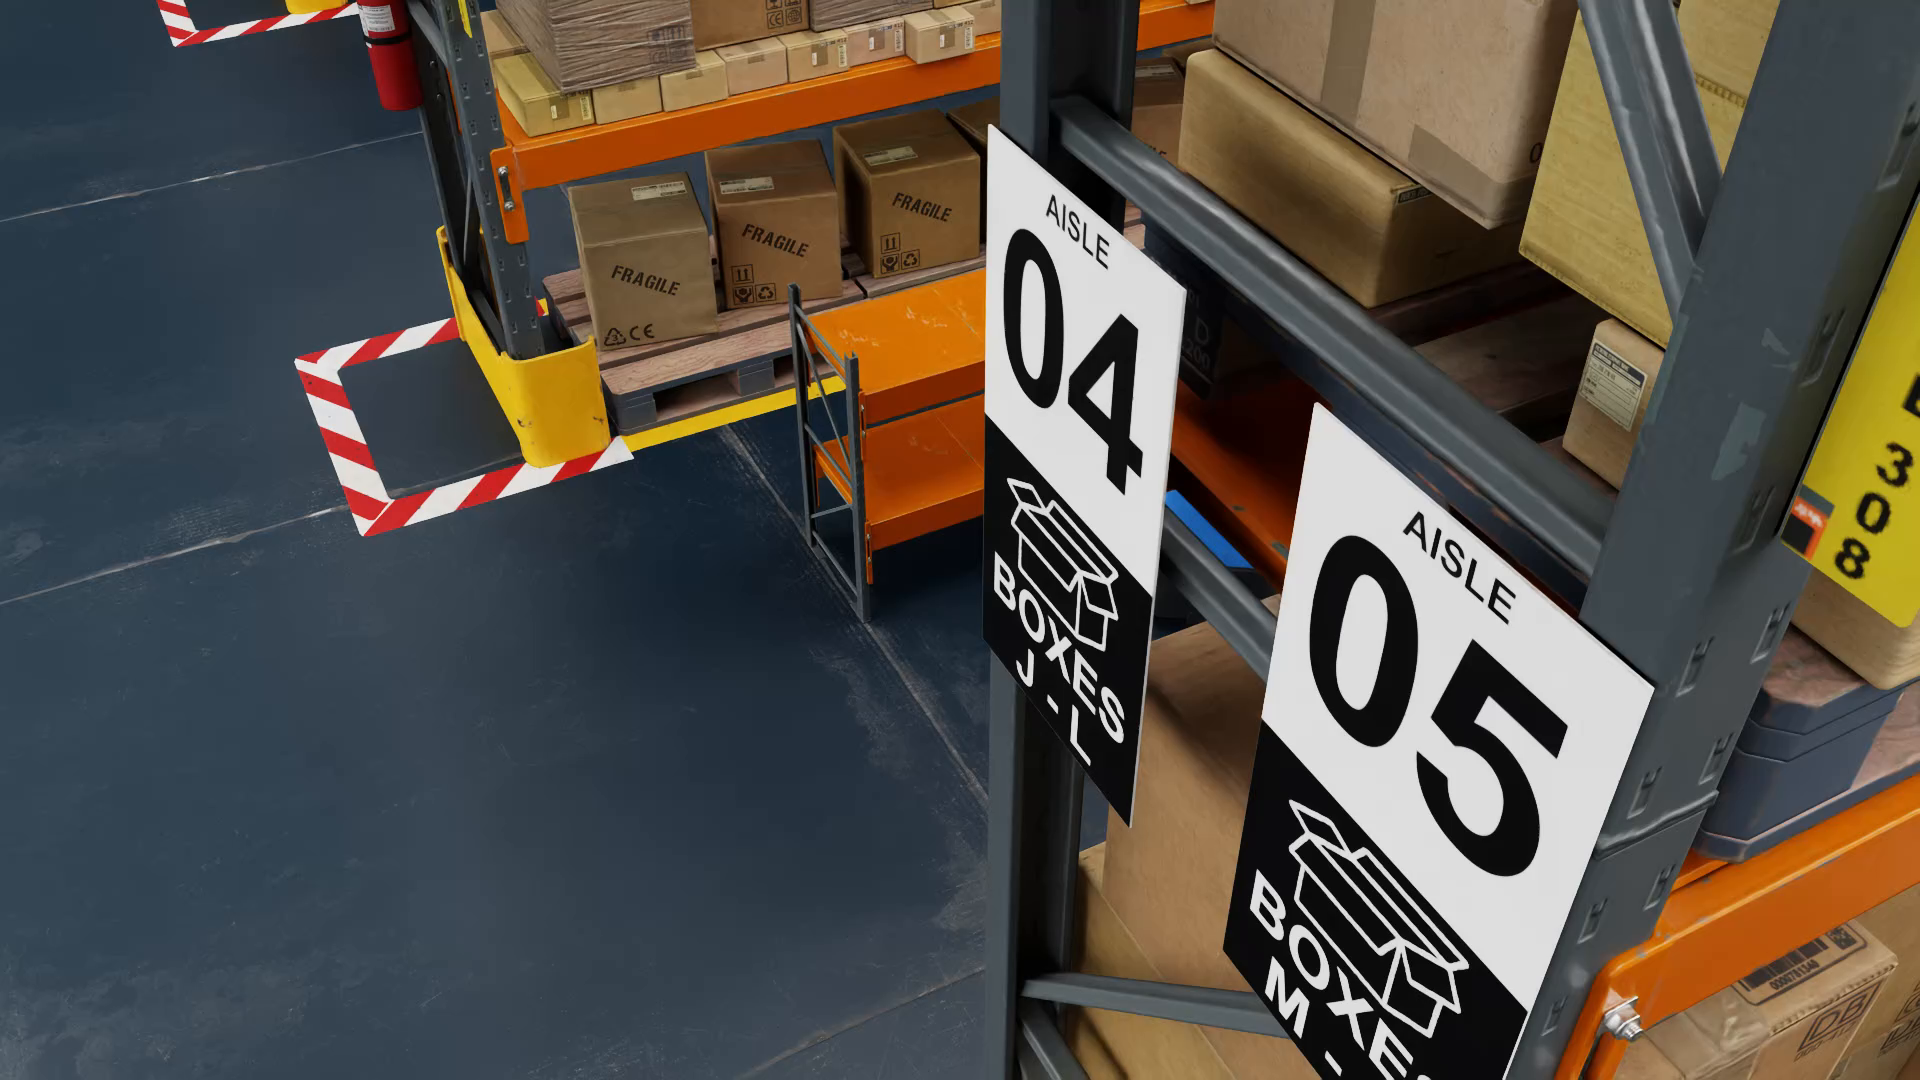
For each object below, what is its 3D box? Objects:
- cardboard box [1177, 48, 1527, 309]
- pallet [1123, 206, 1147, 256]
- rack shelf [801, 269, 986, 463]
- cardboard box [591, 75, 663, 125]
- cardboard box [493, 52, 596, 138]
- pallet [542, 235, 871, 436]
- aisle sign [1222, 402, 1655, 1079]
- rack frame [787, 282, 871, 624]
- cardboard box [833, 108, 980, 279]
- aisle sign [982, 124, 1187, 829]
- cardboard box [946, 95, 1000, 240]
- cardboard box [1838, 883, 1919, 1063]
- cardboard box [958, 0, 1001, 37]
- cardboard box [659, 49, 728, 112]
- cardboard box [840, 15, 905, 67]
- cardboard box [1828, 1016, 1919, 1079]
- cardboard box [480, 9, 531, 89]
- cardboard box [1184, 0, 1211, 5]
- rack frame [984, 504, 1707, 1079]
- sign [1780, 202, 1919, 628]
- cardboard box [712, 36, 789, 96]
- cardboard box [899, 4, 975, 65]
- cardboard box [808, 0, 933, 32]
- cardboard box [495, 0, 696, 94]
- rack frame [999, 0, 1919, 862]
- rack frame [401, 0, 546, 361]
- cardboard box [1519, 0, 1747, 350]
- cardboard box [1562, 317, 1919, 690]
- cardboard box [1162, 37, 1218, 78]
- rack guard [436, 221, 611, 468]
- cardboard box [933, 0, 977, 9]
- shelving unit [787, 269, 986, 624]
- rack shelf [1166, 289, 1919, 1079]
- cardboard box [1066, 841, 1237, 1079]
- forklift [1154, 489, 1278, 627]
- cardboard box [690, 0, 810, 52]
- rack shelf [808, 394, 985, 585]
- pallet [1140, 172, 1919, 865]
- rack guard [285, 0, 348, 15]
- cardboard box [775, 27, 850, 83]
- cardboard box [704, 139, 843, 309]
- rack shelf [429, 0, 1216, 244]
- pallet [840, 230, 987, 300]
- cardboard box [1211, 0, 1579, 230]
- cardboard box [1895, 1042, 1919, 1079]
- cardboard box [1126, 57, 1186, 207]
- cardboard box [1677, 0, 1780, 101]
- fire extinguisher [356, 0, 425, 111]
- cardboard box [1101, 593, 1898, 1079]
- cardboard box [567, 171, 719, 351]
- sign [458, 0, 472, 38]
[{"bbox_3d":[0.464,-0.448,1.928,0.250,0.149,0.380,-19,44,-21],"label":"cardboard box"},{"bbox_3d":[1.092,-1.688,8.081,1.213,0.211,1.003,-19,44,-21],"label":"pallet"},{"bbox_3d":[0.006,-0.655,5.700,1.000,0.278,0.538,-19,44,-21],"label":"rack shelf"},{"bbox_3d":[-1.283,-1.696,6.126,0.250,0.149,0.380,-19,44,-21],"label":"cardboard box"},{"bbox_3d":[-1.513,-1.632,6.051,0.250,0.149,0.380,-19,44,-21],"label":"cardboard box"},{"bbox_3d":[-1.072,-0.960,7.221,1.213,0.211,1.003,-19,44,-21],"label":"pallet"},{"bbox_3d":[0.401,0.294,1.569,0.004,0.787,0.394,-19,44,-21],"label":"aisle sign"},{"bbox_3d":[-0.445,-0.280,5.710,0.032,1.125,0.500,-19,44,-21],"label":"rack frame"},{"bbox_3d":[-0.236,-1.536,7.353,0.500,0.500,0.500,-15,42,-17],"label":"cardboard box"},{"bbox_3d":[0.124,-0.050,1.975,0.004,0.787,0.394,-19,44,-21],"label":"aisle sign"},{"bbox_3d":[0.280,-1.677,7.520,0.500,0.500,0.500,-22,45,-24],"label":"cardboard box"},{"bbox_3d":[1.118,0.318,2.601,0.550,0.550,0.875,-19,44,-21],"label":"cardboard box"},{"bbox_3d":[0.023,-2.175,6.692,0.250,0.149,0.380,-19,44,-21],"label":"cardboard box"},{"bbox_3d":[-1.054,-1.762,6.204,0.250,0.149,0.380,-19,44,-21],"label":"cardboard box"},{"bbox_3d":[-0.408,-2.009,6.496,0.250,0.149,0.380,-19,44,-21],"label":"cardboard box"},{"bbox_3d":[1.111,0.722,2.959,0.550,0.550,0.875,-19,44,-21],"label":"cardboard box"},{"bbox_3d":[-1.719,-1.887,6.352,0.250,0.149,0.380,-19,44,-21],"label":"cardboard box"},{"bbox_3d":[0.971,-2.397,6.954,0.250,0.149,0.380,-19,44,-21],"label":"cardboard box"},{"bbox_3d":[0.326,1.093,2.637,0.127,3.000,1.000,-19,44,-21],"label":"rack frame"},{"bbox_3d":[0.577,-0.096,0.982,0.005,0.325,0.100,-19,44,-21],"label":"sign"},{"bbox_3d":[-0.842,-1.848,6.306,0.250,0.149,0.380,-19,44,-21],"label":"cardboard box"},{"bbox_3d":[-0.138,-2.024,6.514,0.250,0.149,0.380,-19,44,-21],"label":"cardboard box"},{"bbox_3d":[-0.524,-2.422,6.482,0.500,0.500,0.875,-19,44,-21],"label":"cardboard box"},{"bbox_3d":[-1.376,-2.080,6.077,0.500,0.500,0.875,-19,44,-21],"label":"cardboard box"},{"bbox_3d":[0.326,-1.197,0.699,0.127,3.000,1.000,-19,44,-21],"label":"rack frame"},{"bbox_3d":[-1.876,-1.779,6.030,0.127,3.000,1.000,-19,44,-21],"label":"rack frame"},{"bbox_3d":[0.872,-0.304,1.449,0.500,0.250,0.500,-19,44,-21],"label":"cardboard box"},{"bbox_3d":[0.778,-0.073,1.485,0.250,0.149,0.380,-18,44,-20],"label":"cardboard box"},{"bbox_3d":[1.298,-2.083,7.999,0.500,0.500,0.500,-20,44,-22],"label":"cardboard box"},{"bbox_3d":[-1.809,-0.848,6.865,0.348,0.500,1.175,-19,44,-21],"label":"rack guard"},{"bbox_3d":[-0.075,-2.564,6.650,0.500,0.500,0.875,-19,44,-21],"label":"cardboard box"},{"bbox_3d":[0.006,-0.431,5.889,1.048,1.125,0.538,-19,44,-21],"label":"shelving unit"},{"bbox_3d":[2.099,-0.374,2.606,4.000,0.370,1.077,-19,44,-21],"label":"rack shelf"},{"bbox_3d":[0.634,0.899,2.750,0.550,0.550,0.875,-19,44,-21],"label":"cardboard box"},{"bbox_3d":[2.169,-1.043,5.214,3.031,2.935,1.130,3,40,4],"label":"forklift"},{"bbox_3d":[-0.987,-2.297,6.335,0.500,0.500,0.875,-19,44,-21],"label":"cardboard box"},{"bbox_3d":[0.006,-0.245,6.047,1.000,0.278,0.538,-19,44,-21],"label":"rack shelf"},{"bbox_3d":[0.979,-0.246,1.965,1.213,0.211,1.003,-19,44,-21],"label":"pallet"},{"bbox_3d":[-4.118,-3.713,10.250,0.348,0.500,1.175,-19,44,-21],"label":"rack guard"},{"bbox_3d":[-0.617,-1.919,6.389,0.250,0.149,0.380,-19,44,-21],"label":"cardboard box"},{"bbox_3d":[-0.800,-1.360,7.145,0.500,0.500,0.500,-8,41,-9],"label":"cardboard box"},{"bbox_3d":[-0.102,-2.102,6.968,4.000,0.370,1.077,-19,44,-21],"label":"rack shelf"},{"bbox_3d":[0.009,-1.322,7.648,1.213,0.211,1.003,-19,44,-21],"label":"pallet"},{"bbox_3d":[0.631,-0.613,1.814,0.500,0.250,0.500,-18,43,-20],"label":"cardboard box"},{"bbox_3d":[1.666,0.627,3.071,0.550,0.550,0.875,-19,44,-21],"label":"cardboard box"},{"bbox_3d":[0.794,-1.908,7.792,0.500,0.500,0.500,-6,41,-7],"label":"cardboard box"},{"bbox_3d":[0.769,-0.376,1.226,0.250,0.149,0.380,-18,43,-20],"label":"cardboard box"},{"bbox_3d":[-2.190,-1.980,6.327,0.183,0.674,0.296,-19,44,-21],"label":"fire extinguisher"},{"bbox_3d":[0.672,0.535,2.344,0.550,0.550,0.875,-19,44,-21],"label":"cardboard box"},{"bbox_3d":[-1.314,-1.162,6.911,0.500,0.500,0.500,-11,41,-13],"label":"cardboard box"},{"bbox_3d":[-1.625,-1.799,5.384,0.005,0.325,0.100,-19,44,-21],"label":"sign"}]
